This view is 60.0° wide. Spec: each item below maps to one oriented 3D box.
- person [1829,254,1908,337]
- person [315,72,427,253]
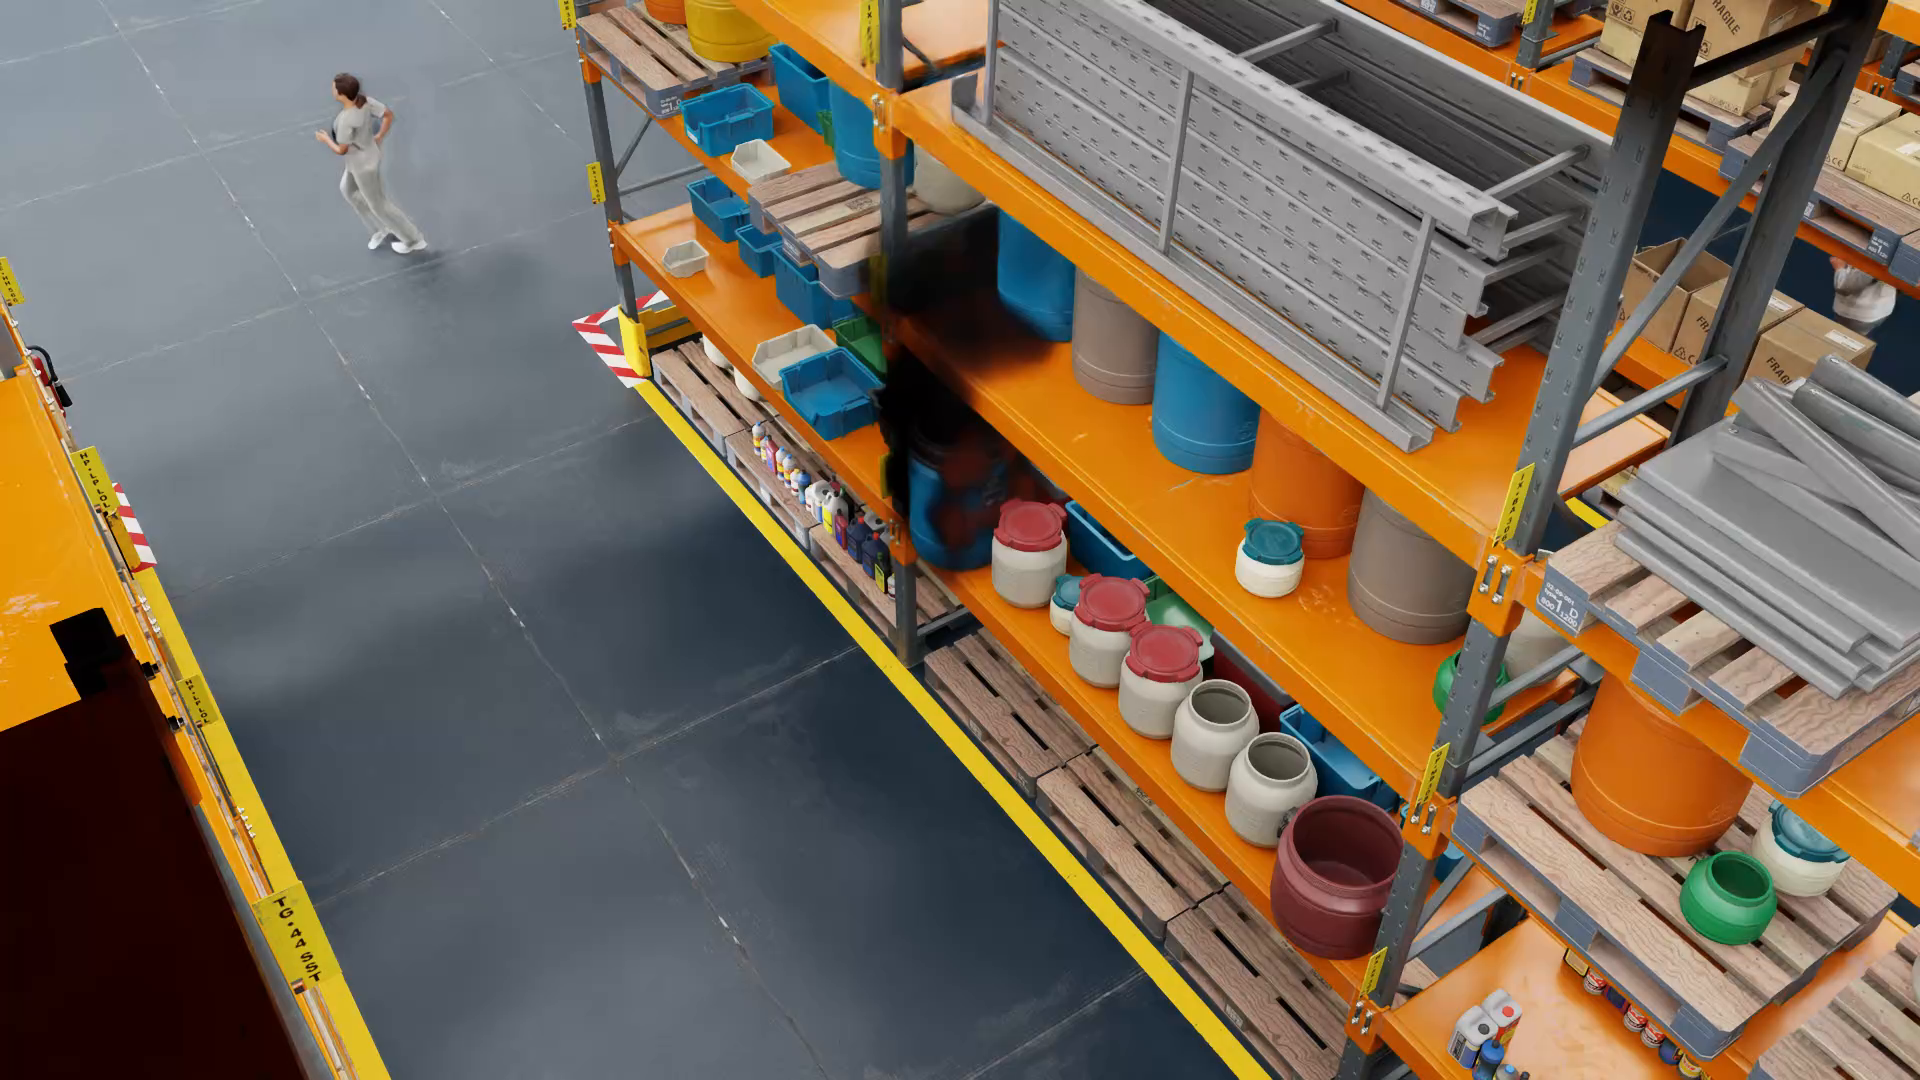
[{"bbox_3d":[6.626,-1.673,12.231,0.645,1.785,0.904,-24,48,-24],"label":"person"},{"bbox_3d":[-4.967,-3.122,13.920,0.721,1.704,0.530,0,43,1],"label":"person"}]
